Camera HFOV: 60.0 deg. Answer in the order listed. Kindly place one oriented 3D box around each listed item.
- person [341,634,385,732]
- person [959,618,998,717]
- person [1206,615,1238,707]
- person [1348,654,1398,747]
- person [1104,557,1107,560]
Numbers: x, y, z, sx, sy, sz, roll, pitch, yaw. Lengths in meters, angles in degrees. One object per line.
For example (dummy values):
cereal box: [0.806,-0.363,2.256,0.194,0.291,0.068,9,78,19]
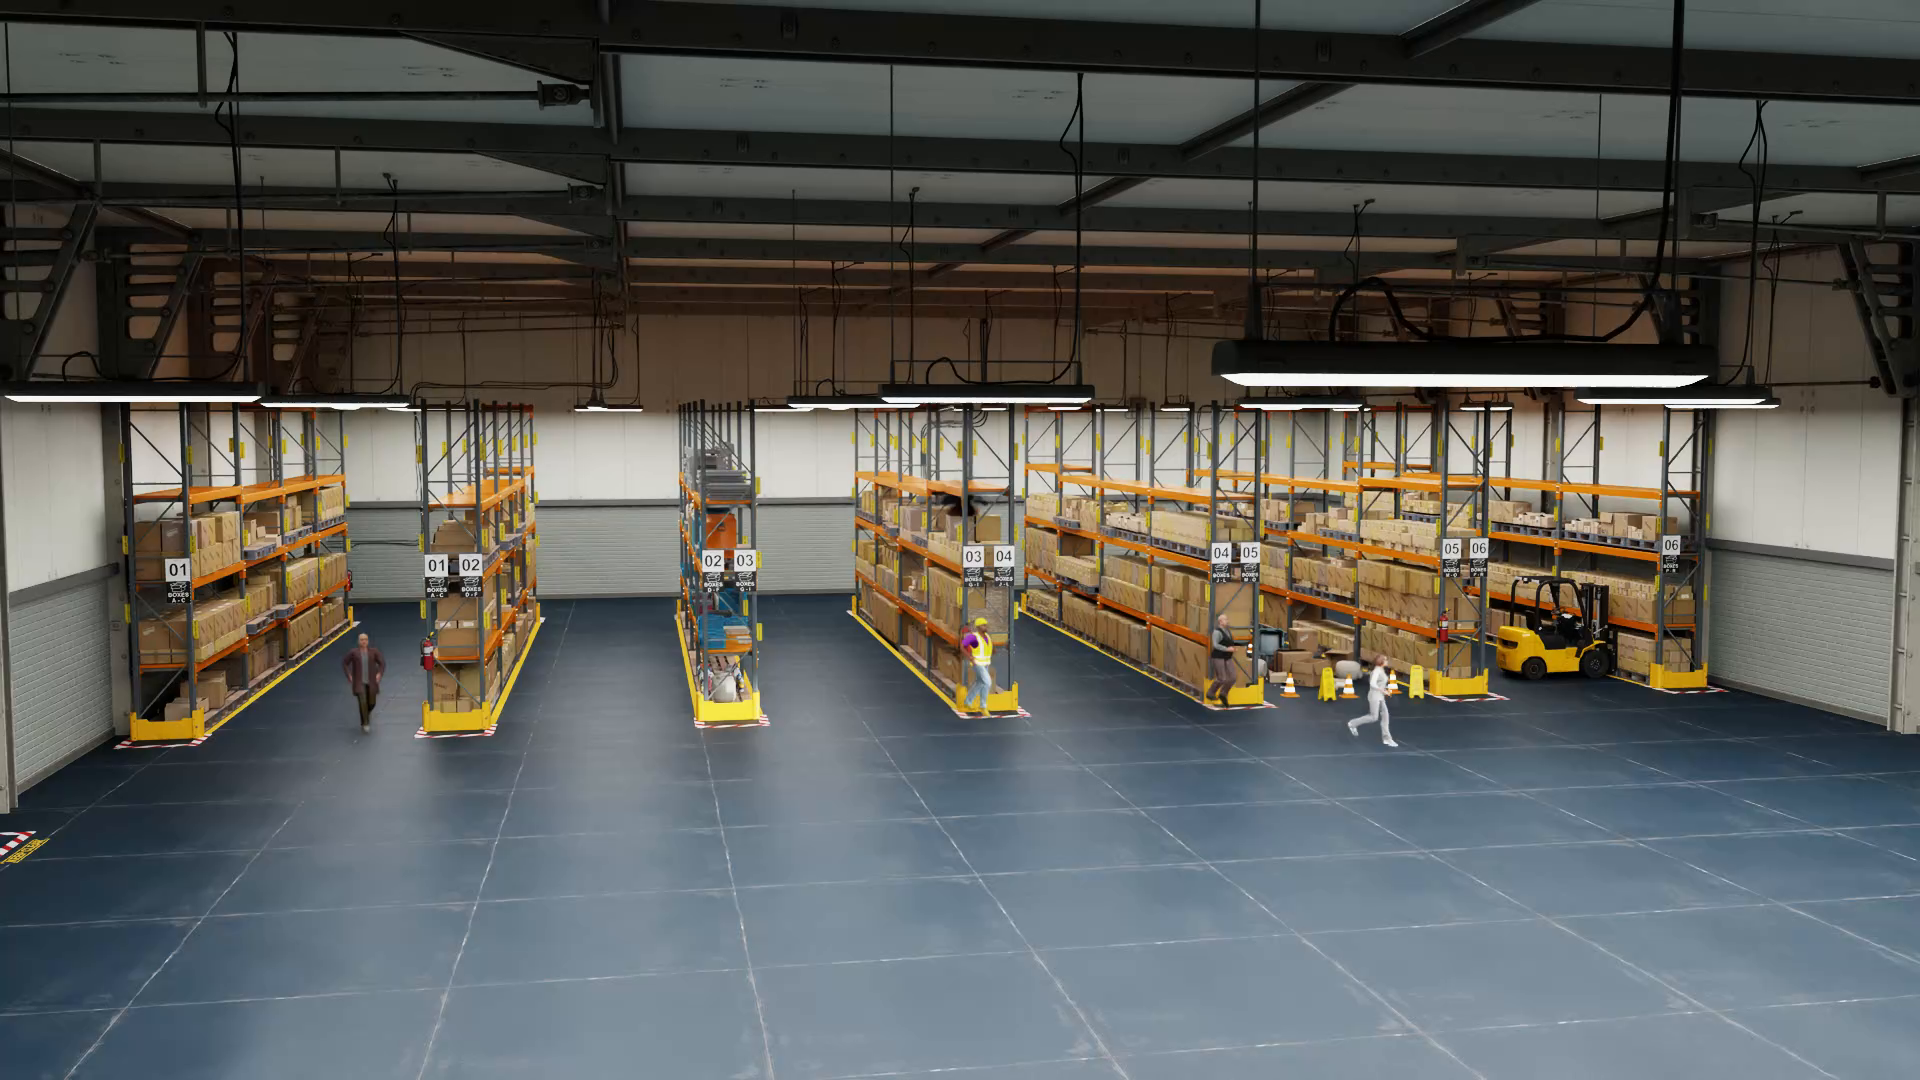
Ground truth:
person: [-10.834,2.567,30.219,0.745,1.745,0.840,-2,5,-28]
person: [0.366,2.323,30.634,0.688,1.792,0.689,3,5,31]
person: [5.024,2.310,31.613,0.695,1.780,0.688,4,6,41]
person: [7.184,2.763,28.839,0.878,1.589,0.565,2,5,25]
person: [4.081,1.325,47.390,0.579,1.675,0.678,-1,4,-11]
